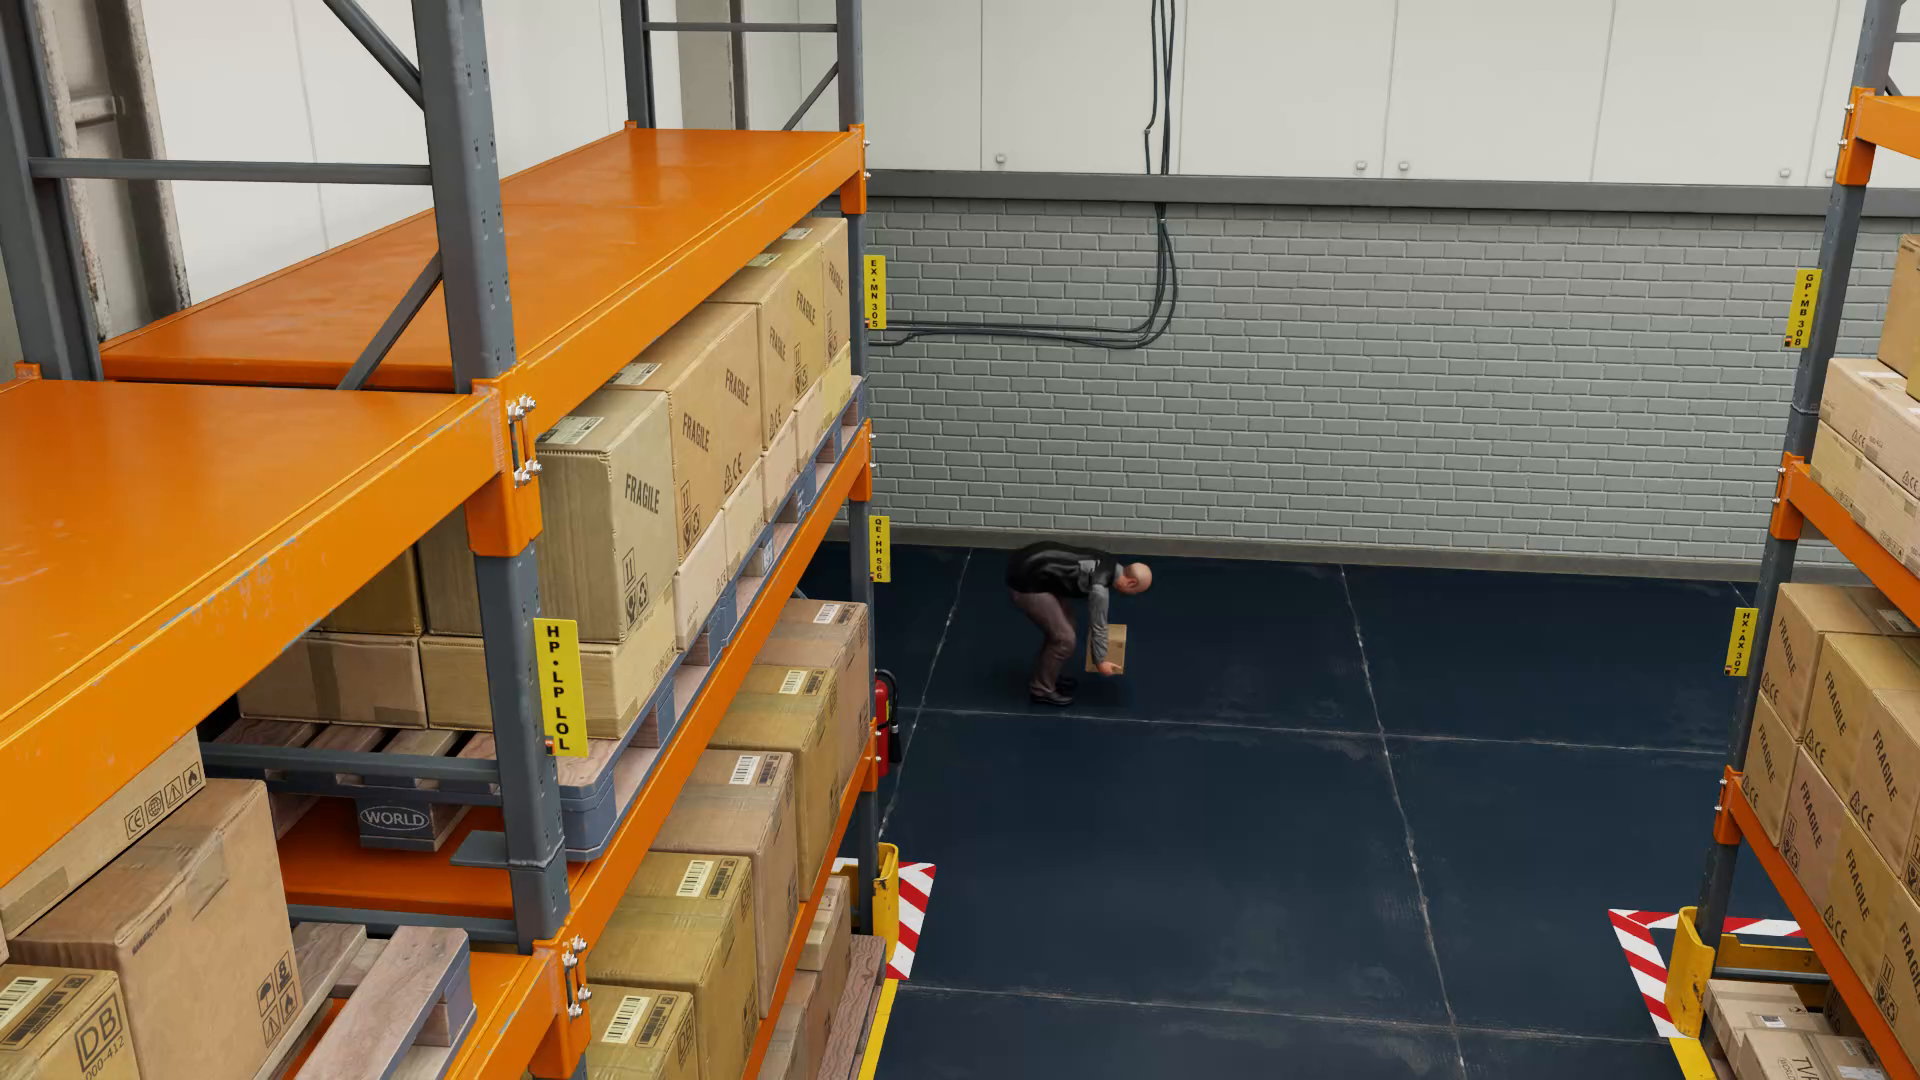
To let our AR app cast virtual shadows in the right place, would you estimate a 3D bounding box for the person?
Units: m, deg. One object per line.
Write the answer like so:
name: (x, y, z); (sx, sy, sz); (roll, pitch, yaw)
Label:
person: (0.778, 0.538, 11.028); (0.960, 1.088, 0.464); (2, 21, 4)
